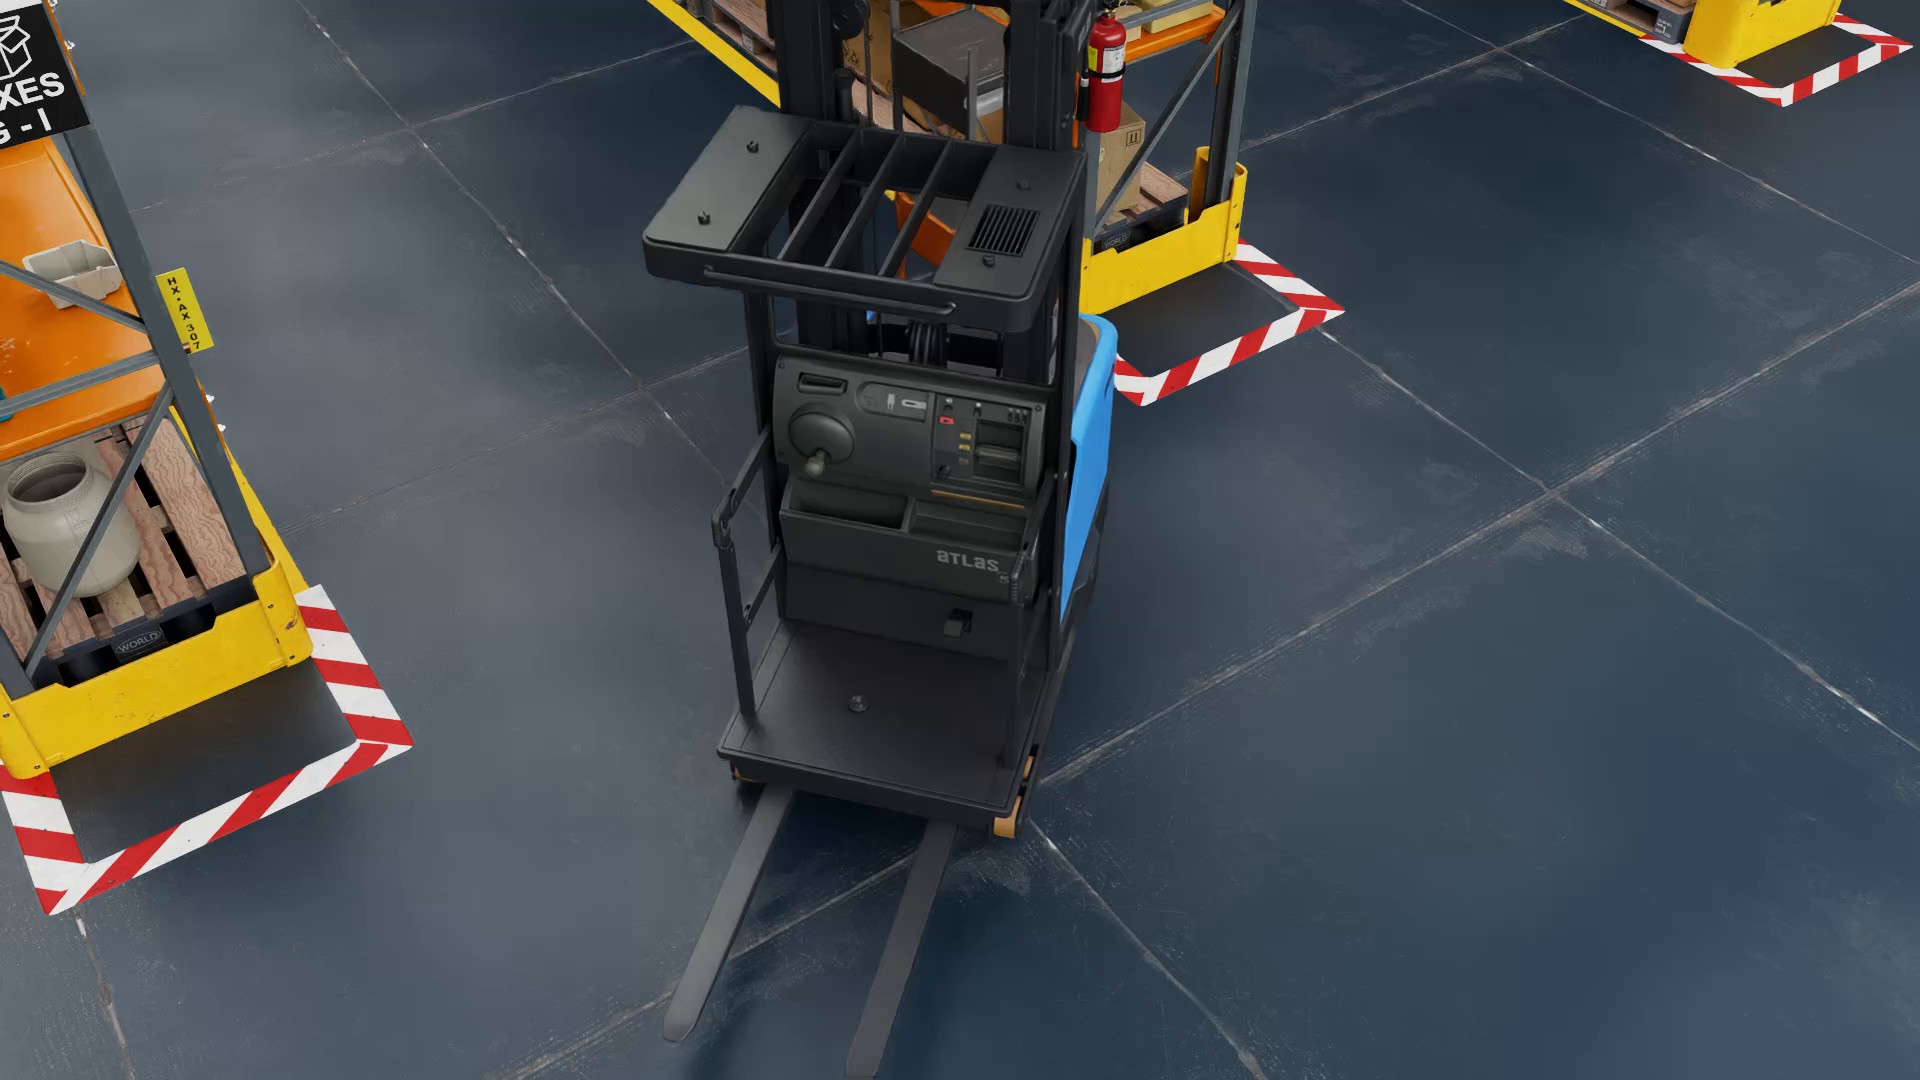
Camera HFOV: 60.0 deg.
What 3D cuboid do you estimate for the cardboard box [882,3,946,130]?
[{"bbox_3d":[-0.098,-2.716,9.420,0.500,0.500,0.500,-21,48,-21],"label":"cardboard box"}]

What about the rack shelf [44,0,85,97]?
[{"bbox_3d":[-4.248,-2.422,5.954,1.077,0.370,4.000,-26,49,-24],"label":"rack shelf"}]

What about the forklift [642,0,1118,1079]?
[{"bbox_3d":[-0.230,-0.271,5.403,1.130,2.935,3.031,10,45,11],"label":"forklift"}]

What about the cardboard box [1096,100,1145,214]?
[{"bbox_3d":[0.615,-2.029,8.700,0.500,0.500,0.500,-17,46,-17],"label":"cardboard box"}]

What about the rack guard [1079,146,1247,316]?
[{"bbox_3d":[0.915,-1.560,8.513,1.175,0.500,0.348,-26,49,-24],"label":"rack guard"}]

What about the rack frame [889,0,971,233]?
[{"bbox_3d":[-0.108,-1.384,7.170,0.400,2.100,0.015,-28,50,-26],"label":"rack frame"}]

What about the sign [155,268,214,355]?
[{"bbox_3d":[-2.650,-0.779,5.684,0.100,0.325,0.005,-26,49,-24],"label":"sign"}]

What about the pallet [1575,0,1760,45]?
[{"bbox_3d":[4.563,-3.736,11.002,1.003,0.211,1.213,-26,49,-24],"label":"pallet"}]

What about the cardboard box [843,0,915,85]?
[{"bbox_3d":[-0.381,-3.050,9.769,0.500,0.500,0.500,-30,51,-28],"label":"cardboard box"}]

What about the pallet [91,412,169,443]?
[{"bbox_3d":[-4.340,-0.633,7.751,1.003,0.211,1.213,-26,49,-24],"label":"pallet"}]

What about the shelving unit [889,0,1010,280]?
[{"bbox_3d":[0.041,-1.250,7.030,0.431,2.100,0.503,-28,50,-26],"label":"shelving unit"}]

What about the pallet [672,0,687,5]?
[{"bbox_3d":[-1.777,-4.118,11.402,1.003,0.211,1.213,-26,49,-24],"label":"pallet"}]

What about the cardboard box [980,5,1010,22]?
[{"bbox_3d":[0.298,-2.673,8.051,0.380,0.149,0.250,-26,49,-24],"label":"cardboard box"}]

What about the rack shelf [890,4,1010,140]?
[{"bbox_3d":[0.041,-1.747,6.556,0.431,0.518,0.480,-28,50,-26],"label":"rack shelf"}]

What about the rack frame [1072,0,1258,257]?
[{"bbox_3d":[0.958,-2.421,7.605,1.000,3.000,0.127,-26,49,-24],"label":"rack frame"}]

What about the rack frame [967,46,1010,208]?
[{"bbox_3d":[0.190,-1.117,6.890,0.400,2.100,0.015,-28,50,-26],"label":"rack frame"}]

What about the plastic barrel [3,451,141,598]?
[{"bbox_3d":[-3.543,-0.059,6.628,0.421,0.512,0.421,0,44,0],"label":"plastic barrel"}]

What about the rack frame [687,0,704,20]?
[{"bbox_3d":[-1.330,-4.686,9.978,1.000,3.000,0.127,-26,49,-24],"label":"rack frame"}]

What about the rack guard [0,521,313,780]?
[{"bbox_3d":[-3.186,0.415,6.444,1.175,0.500,0.348,-26,49,-24],"label":"rack guard"}]

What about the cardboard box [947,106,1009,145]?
[{"bbox_3d":[0.245,-2.354,9.041,0.500,0.500,0.500,-14,45,-14],"label":"cardboard box"}]

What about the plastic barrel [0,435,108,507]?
[{"bbox_3d":[-3.830,-0.343,6.925,0.421,0.512,0.421,0,44,0],"label":"plastic barrel"}]

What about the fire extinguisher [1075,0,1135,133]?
[{"bbox_3d":[0.646,-2.146,7.373,0.296,0.674,0.183,-26,49,-24],"label":"fire extinguisher"}]

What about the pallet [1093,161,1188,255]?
[{"bbox_3d":[0.479,-1.929,9.109,1.003,0.211,1.213,-26,49,-24],"label":"pallet"}]

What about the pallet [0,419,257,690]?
[{"bbox_3d":[-3.647,0.058,7.028,1.003,0.211,1.213,-26,49,-24],"label":"pallet"}]

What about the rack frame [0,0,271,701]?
[{"bbox_3d":[-3.104,-0.464,5.555,1.000,3.000,0.127,-26,49,-24],"label":"rack frame"}]

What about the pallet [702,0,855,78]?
[{"bbox_3d":[-0.917,-3.311,10.557,1.003,0.211,1.213,-26,49,-24],"label":"pallet"}]

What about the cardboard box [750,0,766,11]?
[{"bbox_3d":[-1.134,-3.692,10.442,0.500,0.500,0.500,-27,50,-26],"label":"cardboard box"}]

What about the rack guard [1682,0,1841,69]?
[{"bbox_3d":[5.098,-3.405,10.446,1.175,0.500,0.348,-26,49,-24],"label":"rack guard"}]

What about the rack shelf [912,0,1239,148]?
[{"bbox_3d":[-0.186,-3.293,9.039,1.077,0.370,4.000,-26,49,-24],"label":"rack shelf"}]

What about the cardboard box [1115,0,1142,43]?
[{"bbox_3d":[0.626,-2.410,7.775,0.380,0.149,0.250,-26,49,-24],"label":"cardboard box"}]

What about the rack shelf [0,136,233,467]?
[{"bbox_3d":[-4.248,-1.337,6.990,1.077,0.370,4.000,-26,49,-24],"label":"rack shelf"}]

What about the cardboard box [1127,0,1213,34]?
[{"bbox_3d":[0.991,-2.586,7.959,0.380,0.149,0.250,-26,49,-24],"label":"cardboard box"}]

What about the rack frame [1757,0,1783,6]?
[{"bbox_3d":[5.084,-4.323,9.597,1.000,3.000,0.127,-26,49,-24],"label":"rack frame"}]

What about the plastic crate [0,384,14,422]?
[{"bbox_3d":[-3.636,-0.576,5.779,0.499,0.251,0.616,-26,49,-24],"label":"plastic crate"}]

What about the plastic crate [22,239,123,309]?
[{"bbox_3d":[-3.352,-1.003,6.310,0.298,0.136,0.250,-26,49,-24],"label":"plastic crate"}]

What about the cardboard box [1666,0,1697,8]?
[{"bbox_3d":[4.642,-4.064,10.561,0.875,0.875,0.875,-25,49,-24],"label":"cardboard box"}]

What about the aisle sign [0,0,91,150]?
[{"bbox_3d":[-2.823,-1.480,4.736,0.394,0.787,0.004,-26,49,-24],"label":"aisle sign"}]

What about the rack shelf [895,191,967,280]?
[{"bbox_3d":[0.041,-1.240,7.040,0.431,0.518,0.480,-28,50,-26],"label":"rack shelf"}]

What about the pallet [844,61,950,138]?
[{"bbox_3d":[-0.215,-2.620,9.832,1.003,0.211,1.213,-26,49,-24],"label":"pallet"}]
